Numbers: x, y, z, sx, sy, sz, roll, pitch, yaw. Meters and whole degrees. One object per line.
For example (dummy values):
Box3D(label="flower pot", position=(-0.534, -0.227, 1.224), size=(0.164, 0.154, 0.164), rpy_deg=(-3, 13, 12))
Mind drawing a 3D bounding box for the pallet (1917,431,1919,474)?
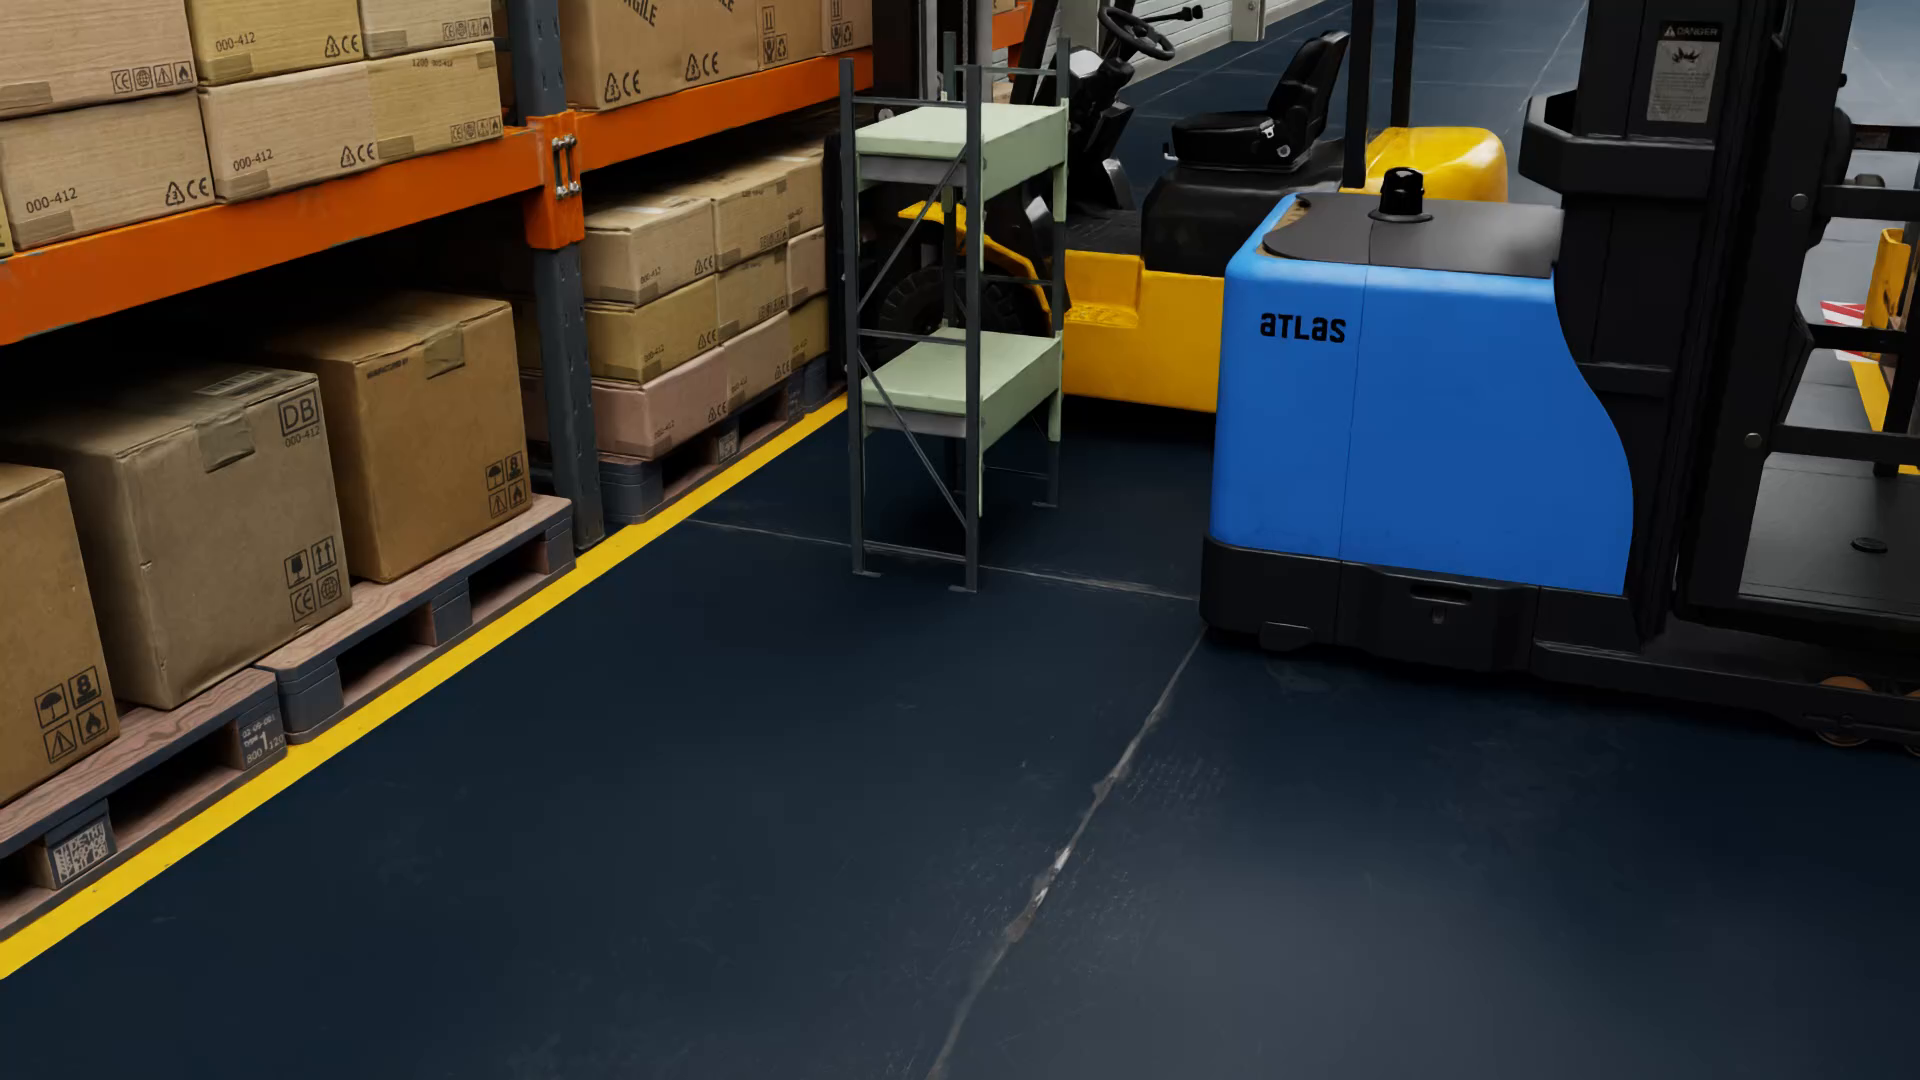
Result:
Box3D(label="pallet", position=(3.673, -0.123, 5.271), size=(1.003, 0.211, 1.213), rpy_deg=(9, 24, 20))

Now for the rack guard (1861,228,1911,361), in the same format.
Box3D(label="rack guard", position=(4.462, -0.977, 6.941), size=(1.175, 0.500, 0.348), rpy_deg=(9, 24, 20))

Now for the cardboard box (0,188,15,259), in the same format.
Box3D(label="cardboard box", position=(-2.129, -0.609, 3.011), size=(0.500, 0.250, 0.500), rpy_deg=(10, 25, 22))

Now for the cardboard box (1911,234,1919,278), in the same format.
Box3D(label="cardboard box", position=(3.925, -1.171, 6.212), size=(0.500, 0.500, 0.500), rpy_deg=(8, 24, 18))

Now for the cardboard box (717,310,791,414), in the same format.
Box3D(label="cardboard box", position=(-0.944, -0.670, 5.986), size=(0.500, 0.250, 0.500), rpy_deg=(8, 24, 19))

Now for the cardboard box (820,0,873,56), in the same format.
Box3D(label="cardboard box", position=(-0.627, -2.150, 6.377), size=(0.500, 0.500, 0.500), rpy_deg=(9, 24, 20))

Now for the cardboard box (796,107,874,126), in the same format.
Box3D(label="cardboard box", position=(-0.364, -1.679, 7.102), size=(0.500, 0.250, 0.500), rpy_deg=(9, 24, 21))

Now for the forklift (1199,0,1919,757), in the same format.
Box3D(label="forklift", position=(2.232, -1.056, 3.976), size=(3.031, 2.935, 1.130), rpy_deg=(8, 24, 17))

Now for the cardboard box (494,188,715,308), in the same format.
Box3D(label="cardboard box", position=(-1.135, -0.950, 5.359), size=(0.500, 0.250, 0.500), rpy_deg=(8, 24, 19))

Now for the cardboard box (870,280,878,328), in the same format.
Box3D(label="cardboard box", position=(-0.561, -1.035, 6.860), size=(0.500, 0.250, 0.500), rpy_deg=(10, 25, 22))

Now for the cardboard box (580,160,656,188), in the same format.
Box3D(label="cardboard box", position=(-1.428, -1.209, 5.979), size=(0.500, 0.250, 0.500), rpy_deg=(8, 24, 19))

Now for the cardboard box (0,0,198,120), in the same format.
Box3D(label="cardboard box", position=(-1.930, -1.018, 3.341), size=(0.500, 0.250, 0.500), rpy_deg=(9, 24, 21))

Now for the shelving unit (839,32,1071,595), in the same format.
Box3D(label="shelving unit", position=(0.002, -0.694, 4.967), size=(0.431, 1.500, 0.755), rpy_deg=(9, 24, 20))

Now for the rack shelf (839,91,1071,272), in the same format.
Box3D(label="rack shelf", position=(0.002, -1.055, 4.816), size=(0.431, 0.370, 0.720), rpy_deg=(9, 24, 20))

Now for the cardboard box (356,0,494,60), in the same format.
Box3D(label="cardboard box", position=(-1.551, -1.385, 4.220), size=(0.500, 0.250, 0.500), rpy_deg=(8, 24, 19))

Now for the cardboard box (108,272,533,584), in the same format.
Box3D(label="cardboard box", position=(-1.789, -0.345, 4.721), size=(0.875, 0.625, 0.625), rpy_deg=(10, 25, 22))

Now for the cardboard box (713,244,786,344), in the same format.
Box3D(label="cardboard box", position=(-0.954, -0.901, 5.889), size=(0.500, 0.250, 0.500), rpy_deg=(9, 24, 20))

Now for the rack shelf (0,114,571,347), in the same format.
Box3D(label="rack shelf", position=(-2.348, -0.388, 3.221), size=(1.077, 0.370, 4.000), rpy_deg=(9, 24, 20))

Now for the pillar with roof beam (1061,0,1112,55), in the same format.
Box3D(label="pillar with roof beam", position=(5.010, -7.046, 10.443), size=(9.100, 9.000, 0.400), rpy_deg=(9, 24, 20))

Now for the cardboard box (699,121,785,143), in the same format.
Box3D(label="cardboard box", position=(-1.049, -1.569, 6.841), size=(0.500, 0.250, 0.500), rpy_deg=(8, 24, 19))

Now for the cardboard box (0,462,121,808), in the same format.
Box3D(label="cardboard box", position=(-2.362, 0.200, 3.414), size=(0.875, 0.625, 0.625), rpy_deg=(8, 24, 18))

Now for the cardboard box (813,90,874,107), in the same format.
Box3D(label="cardboard box", position=(-0.656, -1.929, 7.702), size=(0.500, 0.250, 0.500), rpy_deg=(9, 24, 20))

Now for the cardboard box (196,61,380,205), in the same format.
Box3D(label="cardboard box", position=(-1.731, -0.968, 3.870), size=(0.500, 0.250, 0.500), rpy_deg=(9, 24, 20))

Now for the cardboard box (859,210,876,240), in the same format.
Box3D(label="cardboard box", position=(-0.568, -1.260, 6.748), size=(0.500, 0.250, 0.500), rpy_deg=(9, 24, 20))

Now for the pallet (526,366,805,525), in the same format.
Box3D(label="pallet", position=(-1.271, -0.428, 6.000), size=(1.003, 0.211, 1.213), rpy_deg=(9, 24, 20))

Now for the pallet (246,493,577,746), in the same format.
Box3D(label="pallet", position=(-1.843, 0.120, 4.688), size=(1.003, 0.211, 1.213), rpy_deg=(9, 24, 20))

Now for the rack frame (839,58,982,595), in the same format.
Box3D(label="rack frame", position=(-0.133, -0.563, 4.653), size=(0.400, 1.500, 0.023), rpy_deg=(9, 24, 20))

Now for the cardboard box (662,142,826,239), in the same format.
Box3D(label="cardboard box", position=(-0.761, -1.312, 6.223), size=(0.500, 0.250, 0.500), rpy_deg=(10, 25, 22))

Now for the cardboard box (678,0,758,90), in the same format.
Box3D(label="cardboard box", position=(-1.020, -1.792, 5.519), size=(0.500, 0.500, 0.500), rpy_deg=(9, 24, 21))

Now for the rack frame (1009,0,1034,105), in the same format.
Box3D(label="rack frame", position=(-0.120, -2.867, 8.222), size=(1.000, 3.000, 0.127), rpy_deg=(9, 24, 20))

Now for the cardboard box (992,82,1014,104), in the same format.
Box3D(label="cardboard box", position=(-0.001, -2.044, 7.977), size=(0.500, 0.250, 0.500), rpy_deg=(10, 25, 22))
